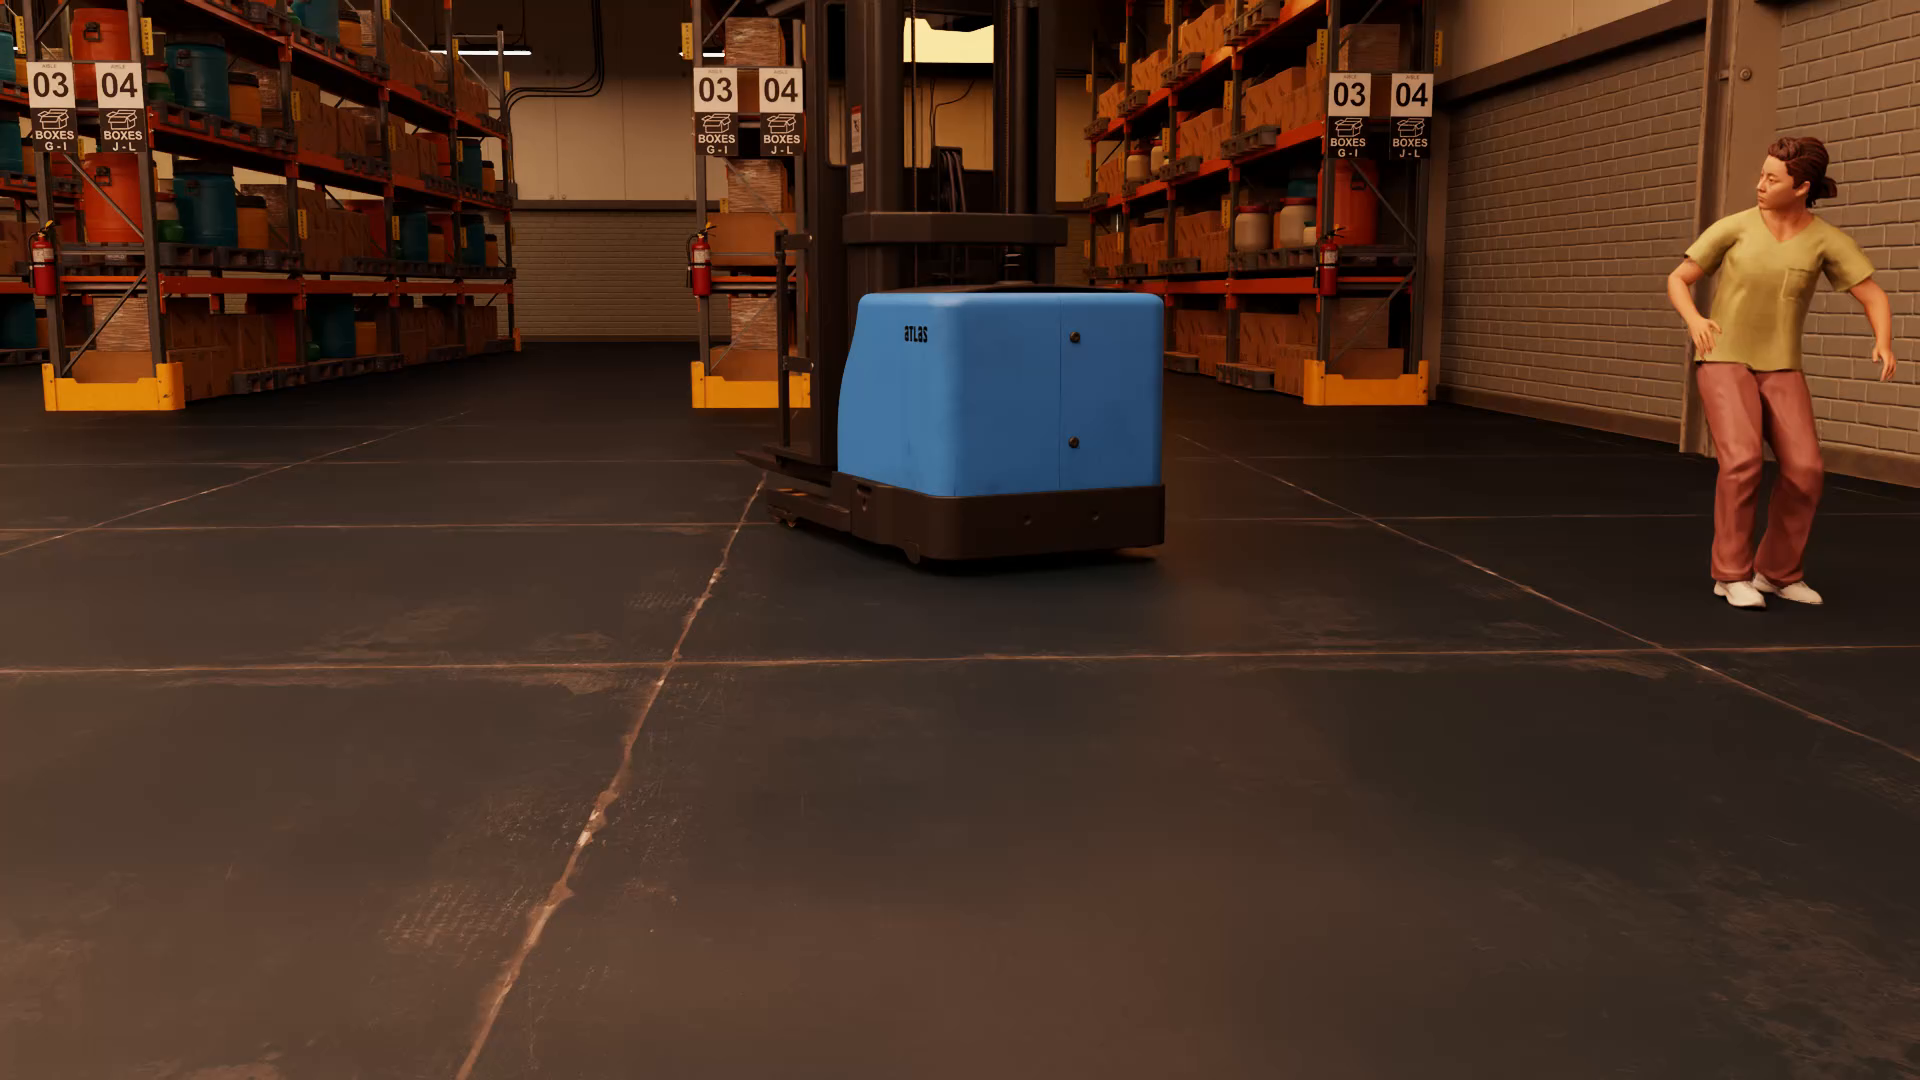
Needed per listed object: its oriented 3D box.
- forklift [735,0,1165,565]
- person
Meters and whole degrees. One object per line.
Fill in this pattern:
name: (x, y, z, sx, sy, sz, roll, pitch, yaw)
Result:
forklift: (-0.264, -1.530, 7.637, 1.130, 2.935, 3.031, -4, 9, -25)
person: (2.826, -0.565, 5.757, 0.693, 1.621, 0.518, 1, 9, 9)
